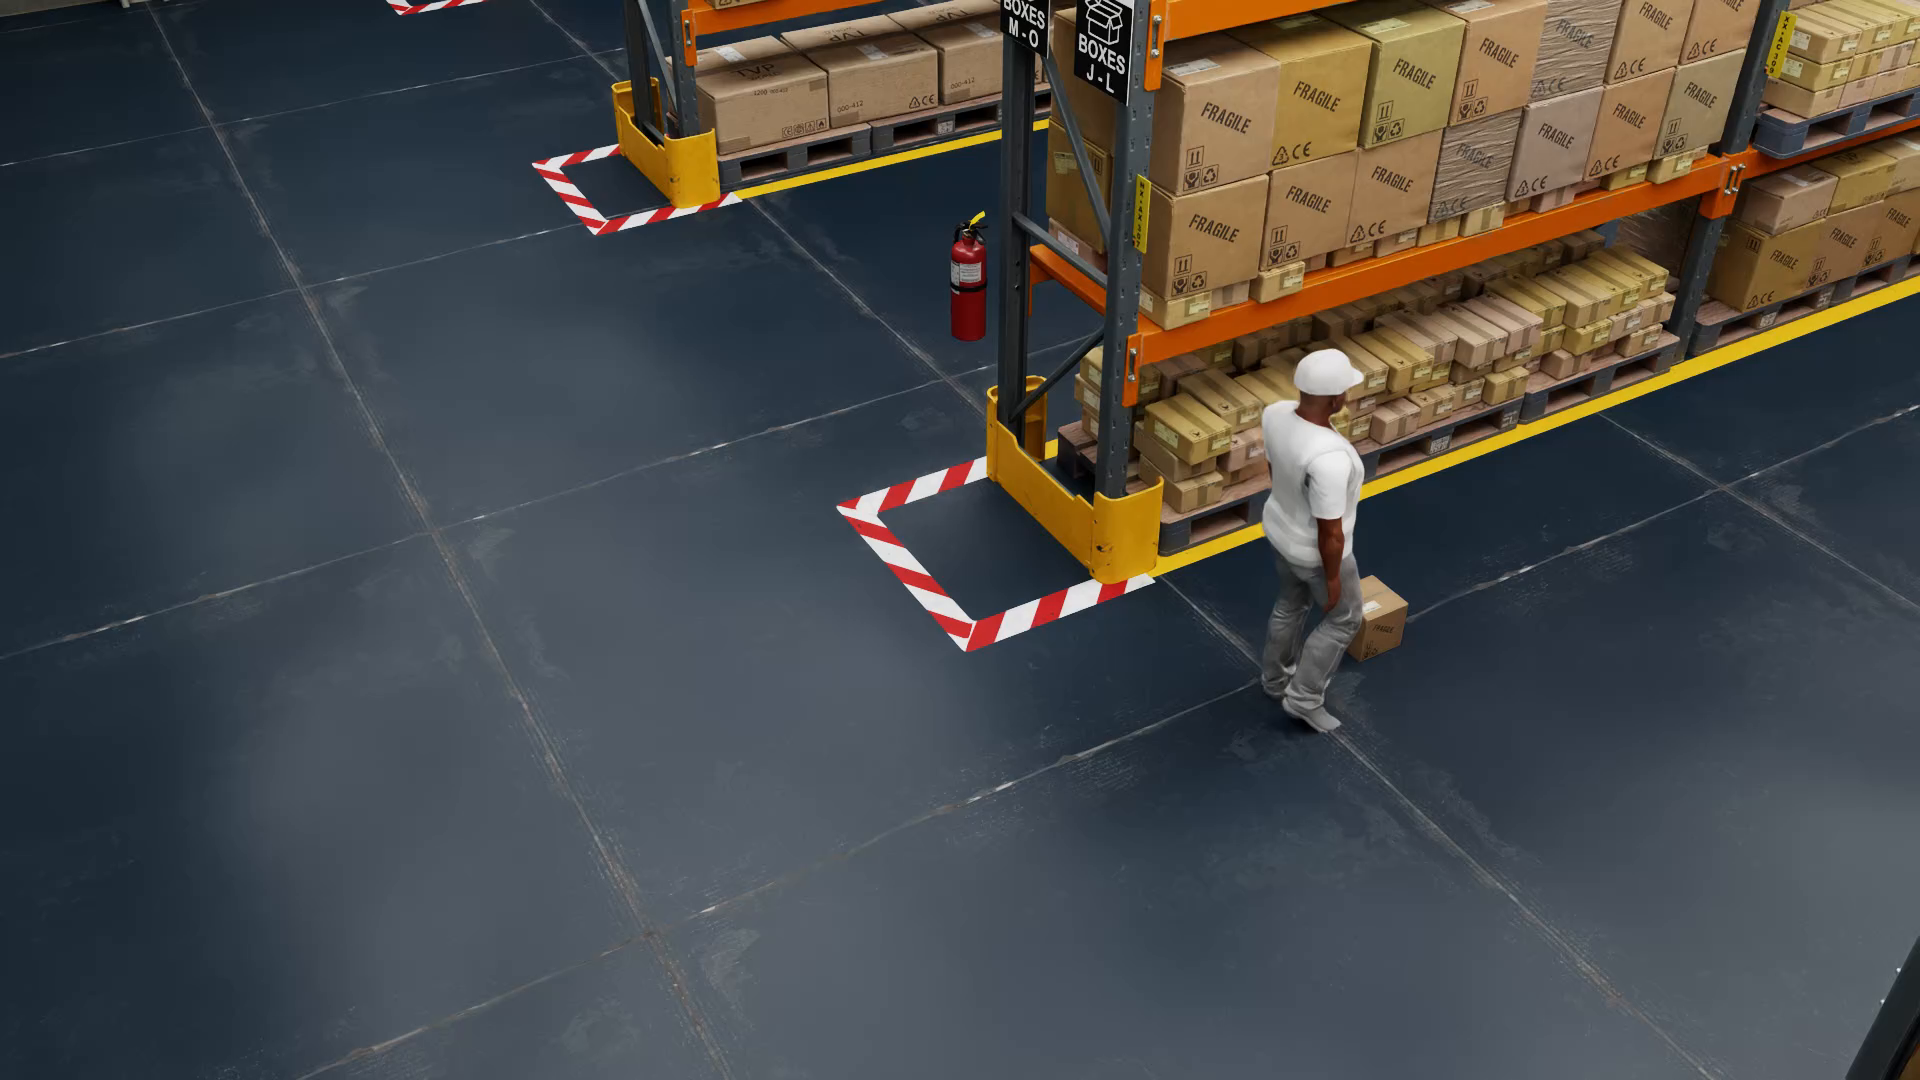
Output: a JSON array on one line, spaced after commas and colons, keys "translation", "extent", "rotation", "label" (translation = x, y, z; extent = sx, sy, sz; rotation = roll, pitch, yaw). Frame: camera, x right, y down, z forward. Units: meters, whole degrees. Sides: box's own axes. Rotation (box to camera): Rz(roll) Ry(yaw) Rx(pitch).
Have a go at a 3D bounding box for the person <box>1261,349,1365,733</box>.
[{"translation": [1.465, 0.019, 6.906], "extent": [0.425, 1.828, 0.602], "rotation": [-11, 38, -14], "label": "person"}]
